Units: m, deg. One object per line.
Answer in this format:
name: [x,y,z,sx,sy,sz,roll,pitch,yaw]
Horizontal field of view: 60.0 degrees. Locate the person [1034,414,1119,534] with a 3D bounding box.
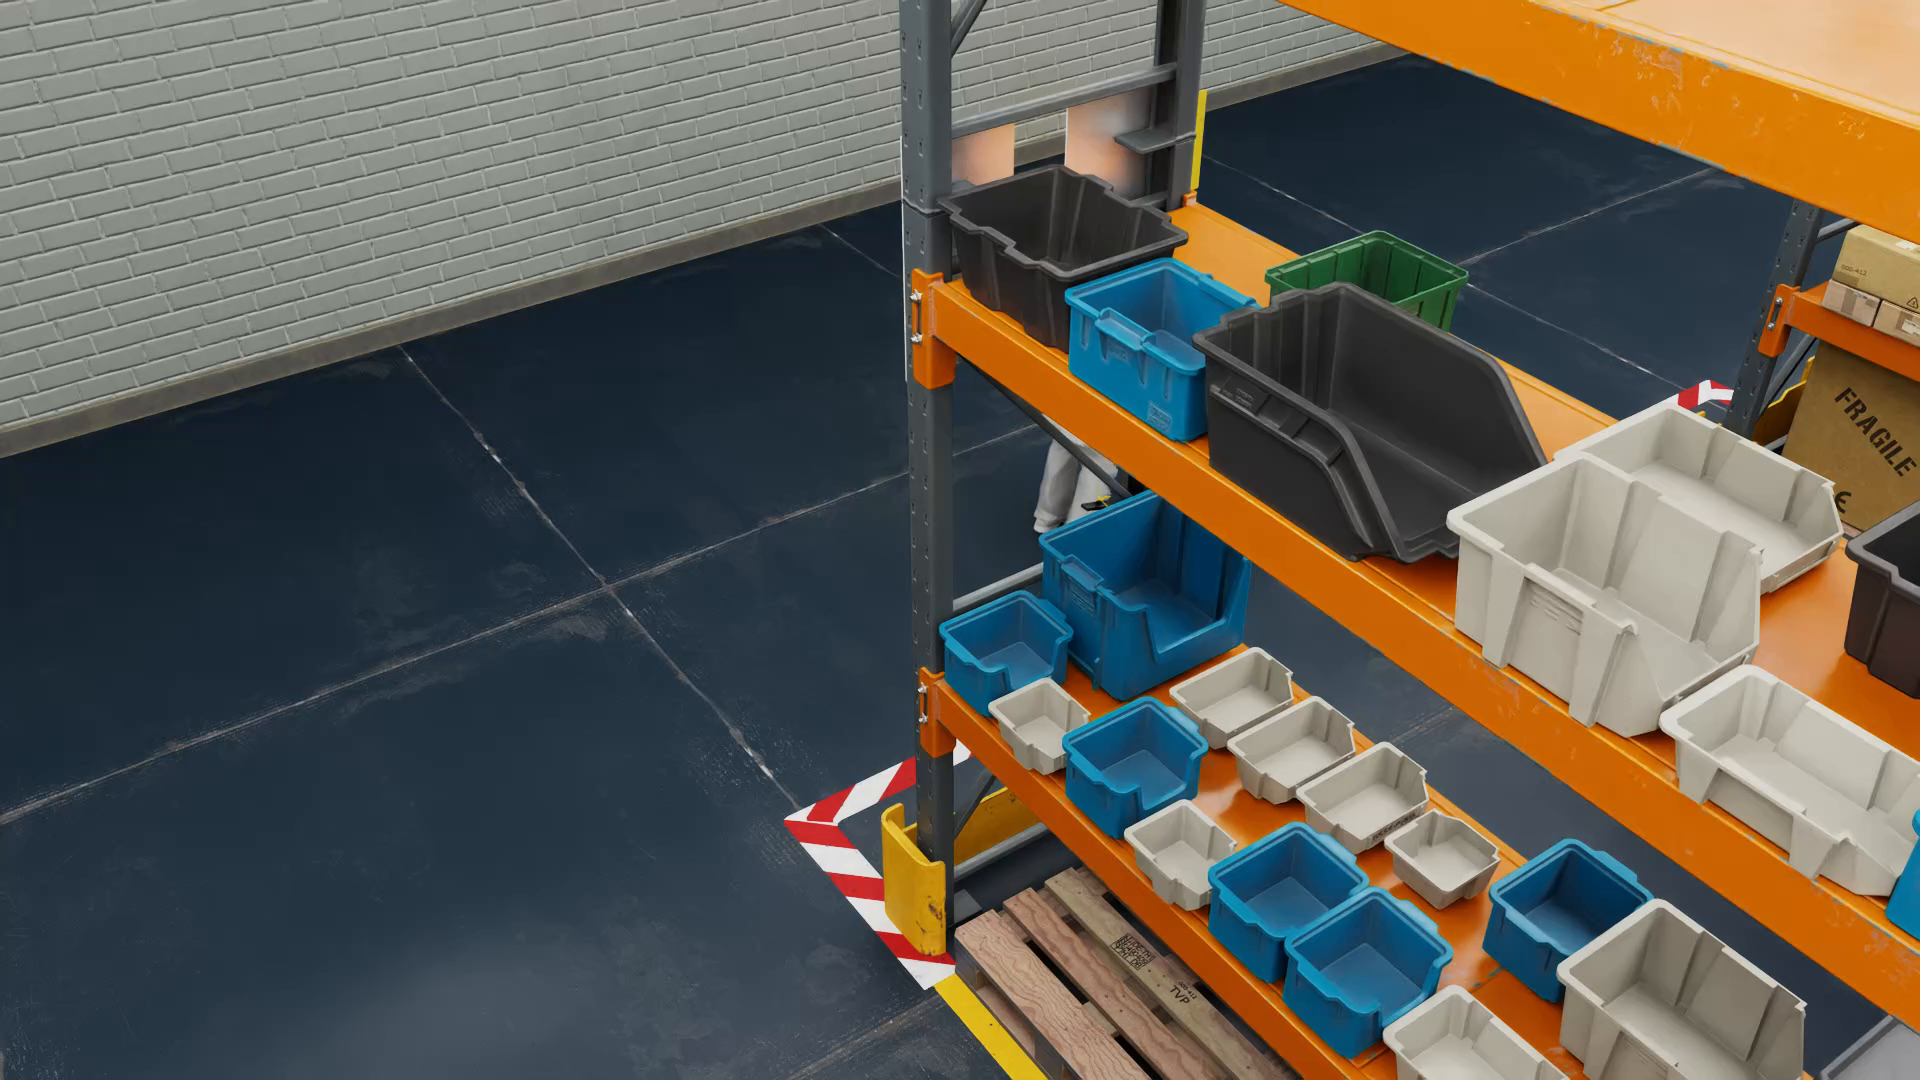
person: [0.593,-0.760,8.095,0.383,1.758,0.572,-21,41,-27]
